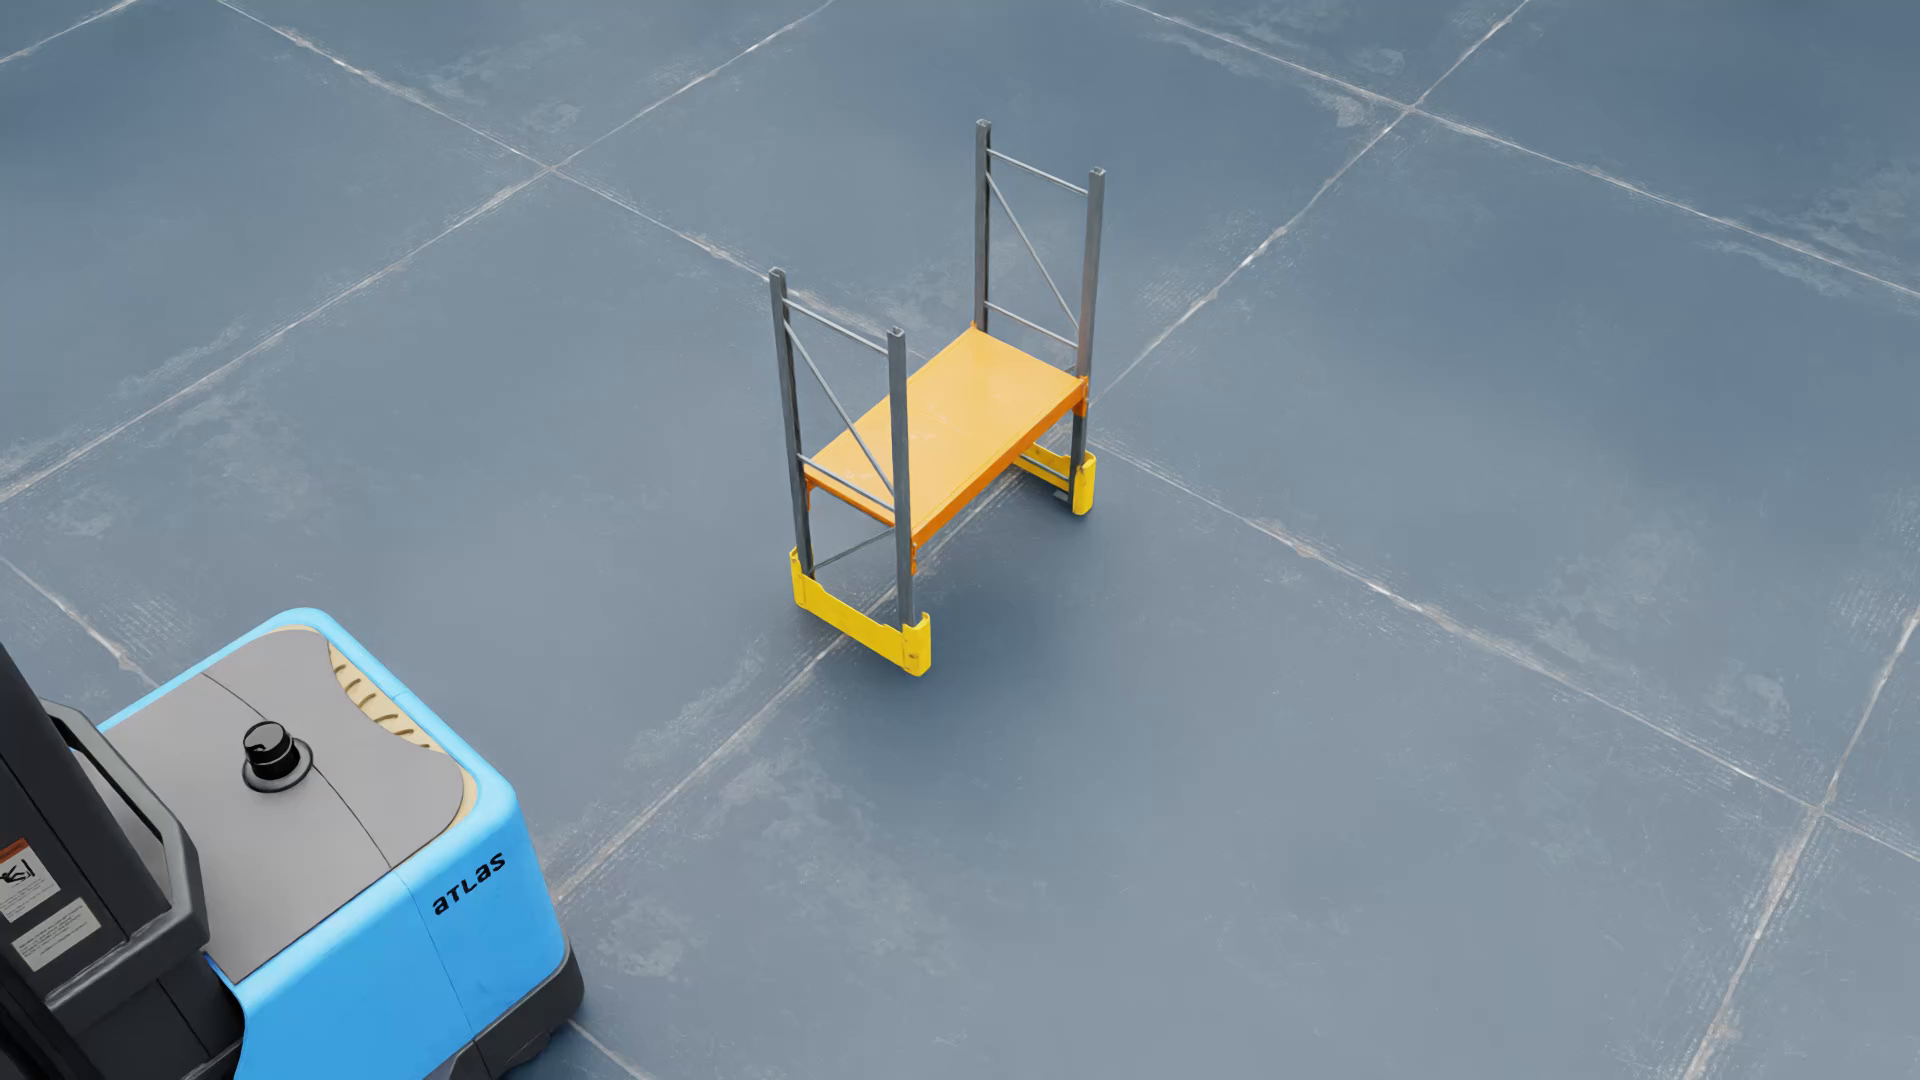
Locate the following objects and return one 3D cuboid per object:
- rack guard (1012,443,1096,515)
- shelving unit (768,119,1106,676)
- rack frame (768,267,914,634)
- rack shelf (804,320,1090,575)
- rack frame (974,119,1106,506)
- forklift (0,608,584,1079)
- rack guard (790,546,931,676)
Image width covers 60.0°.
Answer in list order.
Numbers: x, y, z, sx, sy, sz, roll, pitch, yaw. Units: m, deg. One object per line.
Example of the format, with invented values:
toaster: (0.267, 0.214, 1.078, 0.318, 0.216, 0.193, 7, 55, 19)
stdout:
rack guard: (0.258, -0.328, 6.390, 0.587, 0.250, 0.087, 29, 53, 25)
shelving unit: (-0.047, -0.474, 5.666, 0.587, 1.500, 1.083, 29, 53, 25)
rack frame: (-0.363, -0.178, 5.383, 0.500, 1.500, 0.032, 29, 53, 25)
rack shelf: (-0.052, -0.345, 5.791, 0.538, 0.185, 1.000, 29, 53, 25)
rack frame: (0.259, -0.760, 5.939, 0.500, 1.500, 0.032, 29, 53, 25)
forklift: (-2.476, 0.908, 3.356, 1.130, 2.935, 3.031, 34, 55, 28)
rack guard: (-0.351, 0.242, 5.846, 0.587, 0.250, 0.087, 29, 53, 25)
